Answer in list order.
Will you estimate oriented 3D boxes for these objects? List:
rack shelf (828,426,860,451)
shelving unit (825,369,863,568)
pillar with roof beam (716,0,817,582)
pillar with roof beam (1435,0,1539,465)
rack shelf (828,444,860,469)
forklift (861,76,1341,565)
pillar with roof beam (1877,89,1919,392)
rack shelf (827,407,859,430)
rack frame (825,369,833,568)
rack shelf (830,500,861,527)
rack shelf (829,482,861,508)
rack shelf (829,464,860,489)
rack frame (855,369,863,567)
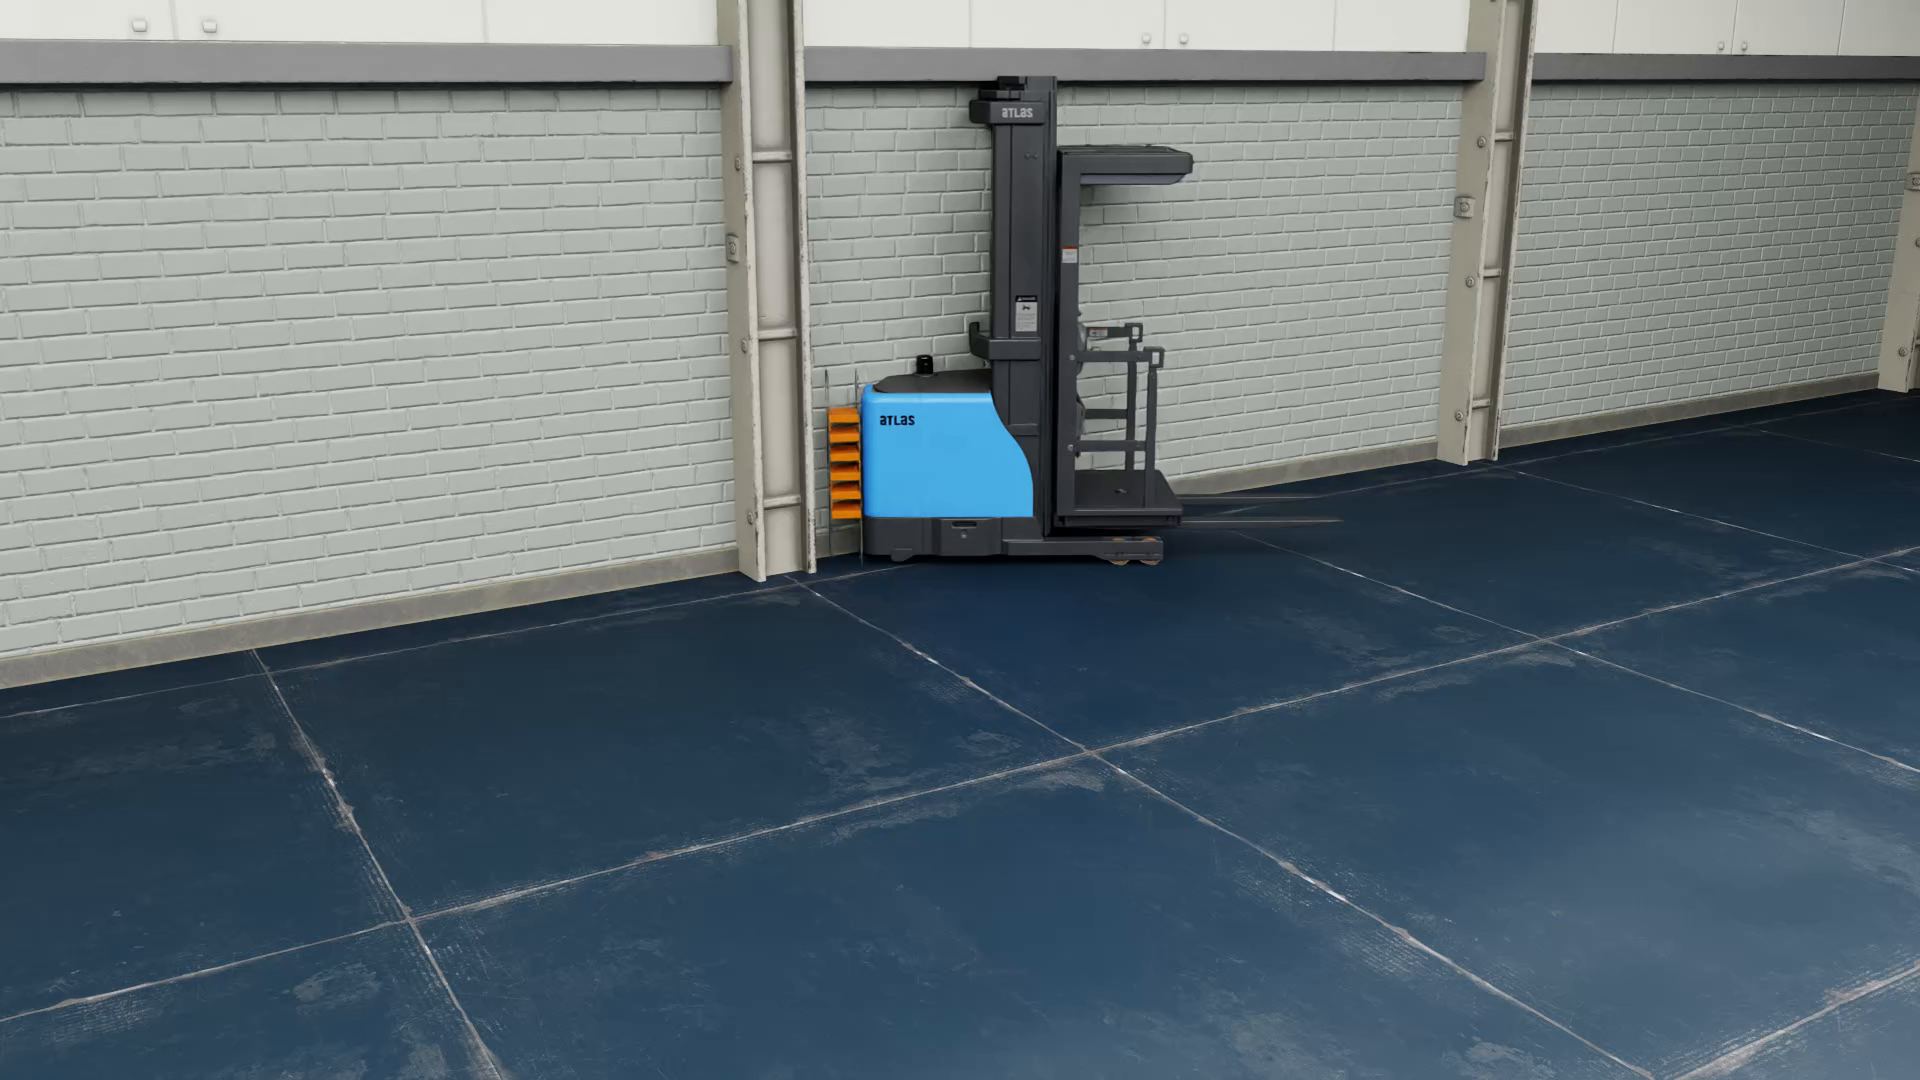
[{"bbox_3d":[-0.715,-0.628,10.199,0.180,0.103,0.258,-2,16,-7],"label":"rack shelf"},{"bbox_3d":[-0.714,-0.439,10.252,0.189,1.200,0.258,-2,16,-7],"label":"shelving unit"},{"bbox_3d":[1.091,-3.148,5.467,0.400,9.000,9.100,-9,18,-30],"label":"pillar with roof beam"},{"bbox_3d":[6.234,-3.982,8.442,0.400,9.000,9.100,-9,18,-30],"label":"pillar with roof beam"},{"bbox_3d":[-0.715,-0.512,10.232,0.180,0.103,0.258,-2,16,-7],"label":"rack shelf"},{"bbox_3d":[0.892,-1.398,10.465,3.031,2.935,1.130,0,16,-1],"label":"forklift"},{"bbox_3d":[11.377,-4.816,11.418,0.400,9.000,9.100,-9,18,-30],"label":"pillar with roof beam"},{"bbox_3d":[-0.716,-0.744,10.167,0.180,0.103,0.258,-2,16,-7],"label":"rack shelf"},{"bbox_3d":[-0.805,-0.436,10.240,0.006,1.200,0.240,-2,16,-7],"label":"rack frame"},{"bbox_3d":[-0.713,-0.165,10.328,0.180,0.103,0.258,-2,16,-7],"label":"rack shelf"},{"bbox_3d":[-0.714,-0.281,10.296,0.180,0.103,0.258,-2,16,-7],"label":"rack shelf"},{"bbox_3d":[-0.714,-0.397,10.264,0.180,0.103,0.258,-2,16,-7],"label":"rack shelf"},{"bbox_3d":[-0.624,-0.443,10.263,0.006,1.200,0.240,-2,16,-7],"label":"rack frame"}]
